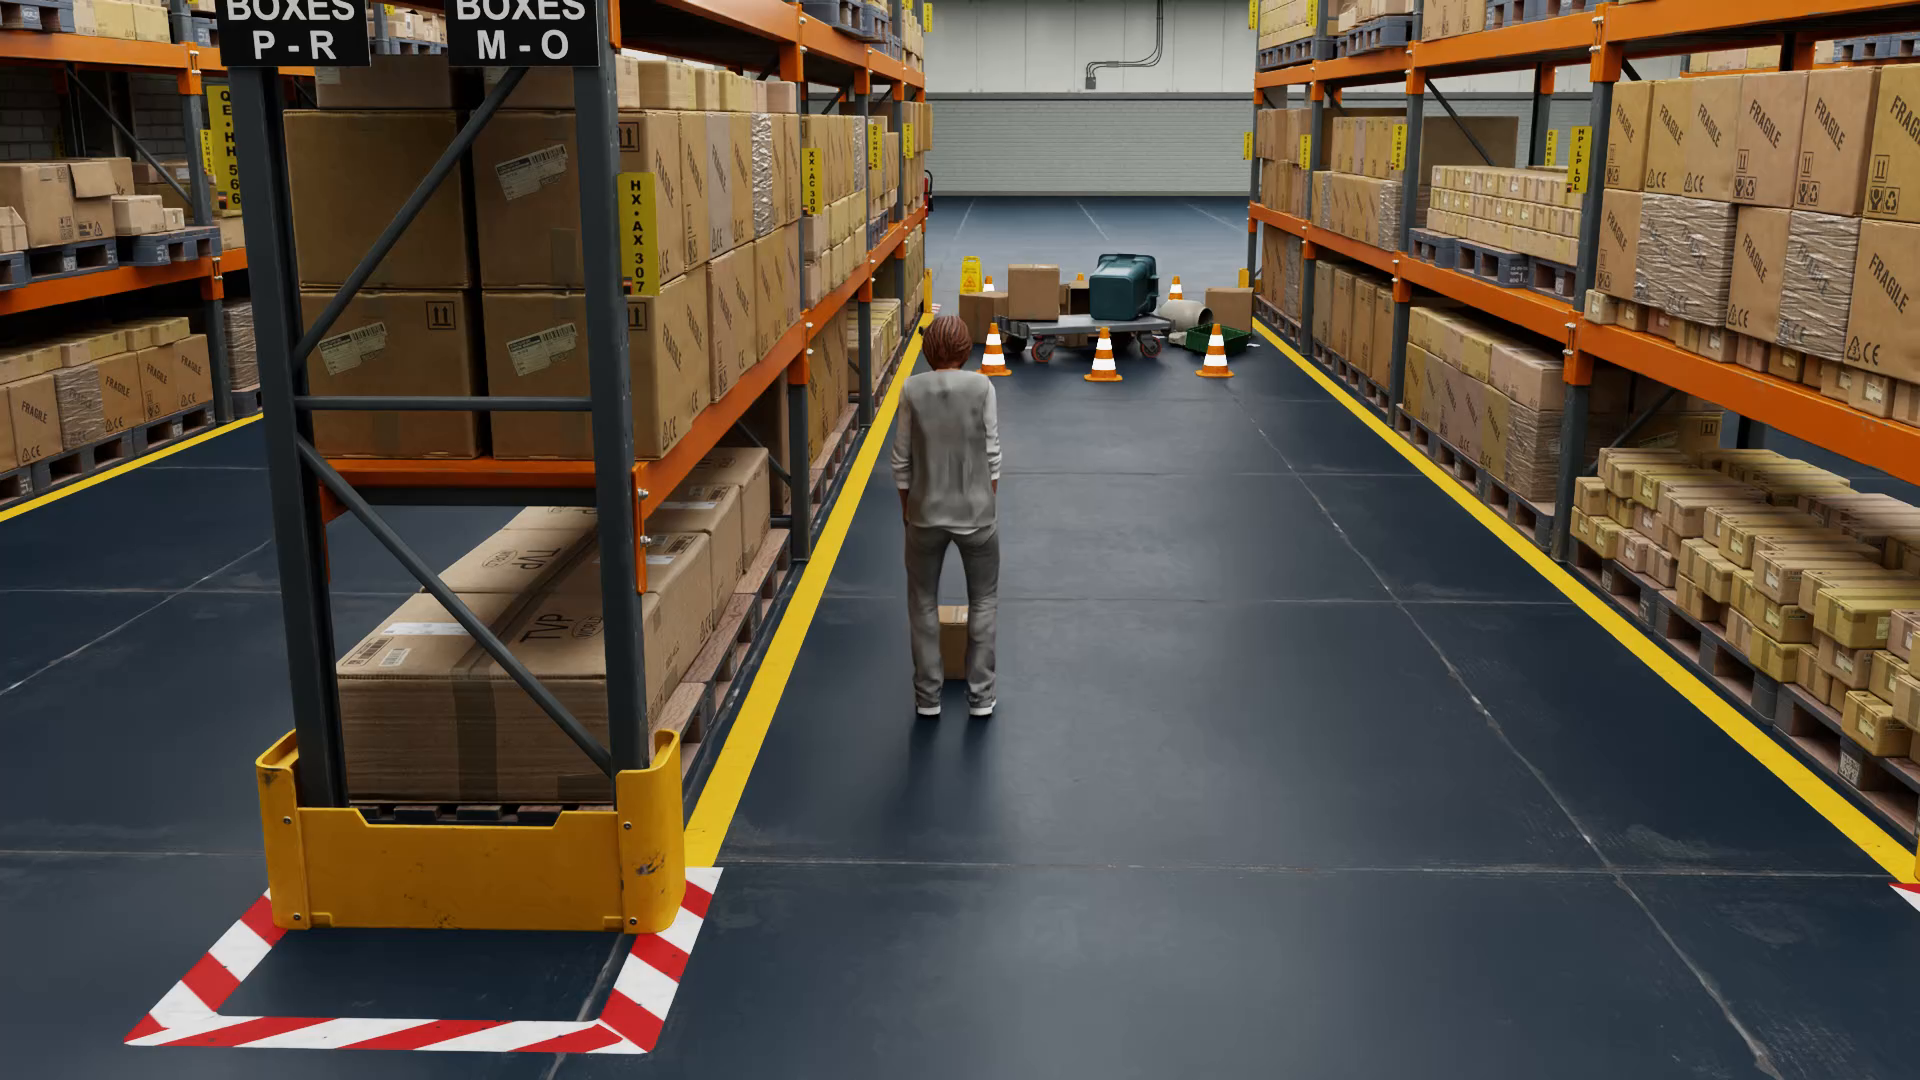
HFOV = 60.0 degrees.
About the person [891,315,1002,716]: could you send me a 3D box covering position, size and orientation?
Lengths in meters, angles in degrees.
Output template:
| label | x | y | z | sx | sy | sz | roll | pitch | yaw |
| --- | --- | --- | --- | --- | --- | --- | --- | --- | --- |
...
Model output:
| label | x | y | z | sx | sy | sz | roll | pitch | yaw |
| --- | --- | --- | --- | --- | --- | --- | --- | --- | --- |
| person | -0.054 | -0.070 | 6.432 | 0.426 | 1.542 | 0.382 | 1 | 14 | 3 |
